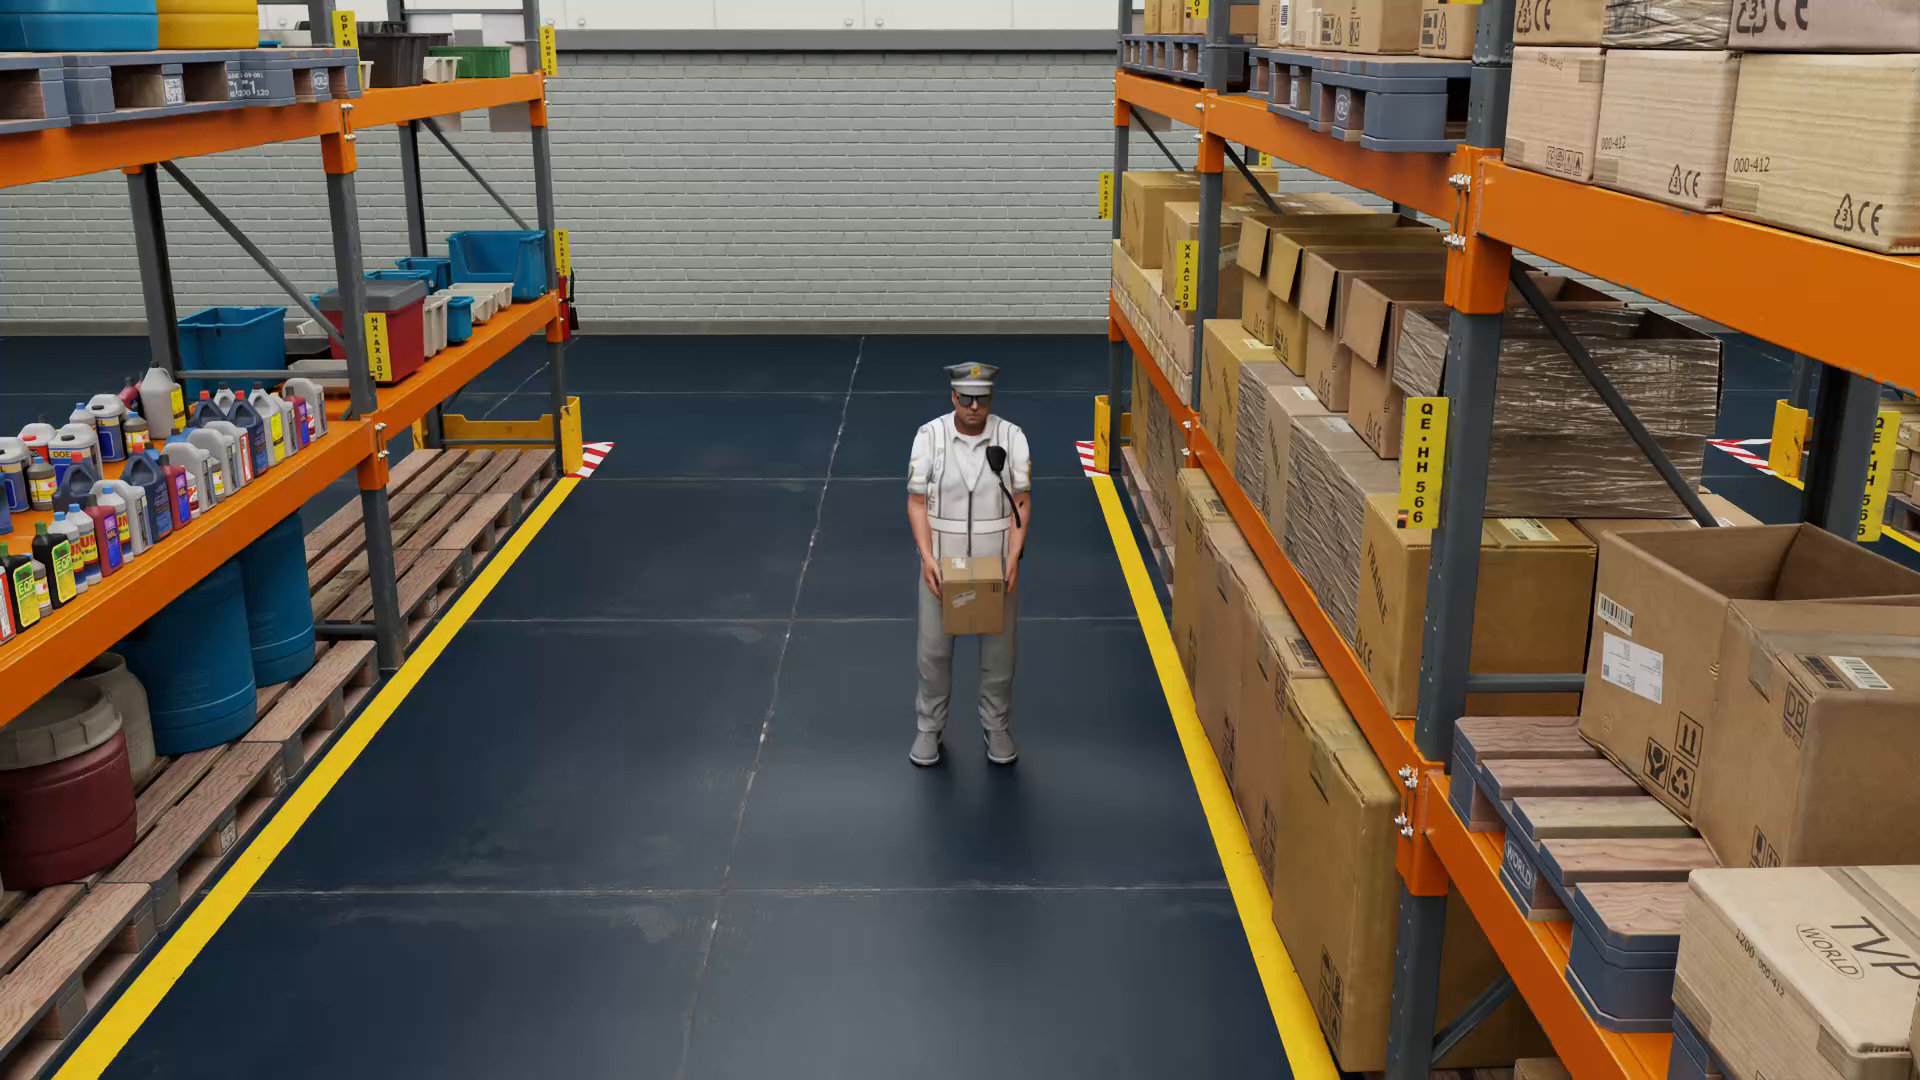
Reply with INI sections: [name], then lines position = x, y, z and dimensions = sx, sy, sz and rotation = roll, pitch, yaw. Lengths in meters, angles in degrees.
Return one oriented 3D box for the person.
[person]
position = 0.042, 0.096, 7.189
dimensions = 0.536, 1.765, 0.479
rotation = -1, 17, -2
